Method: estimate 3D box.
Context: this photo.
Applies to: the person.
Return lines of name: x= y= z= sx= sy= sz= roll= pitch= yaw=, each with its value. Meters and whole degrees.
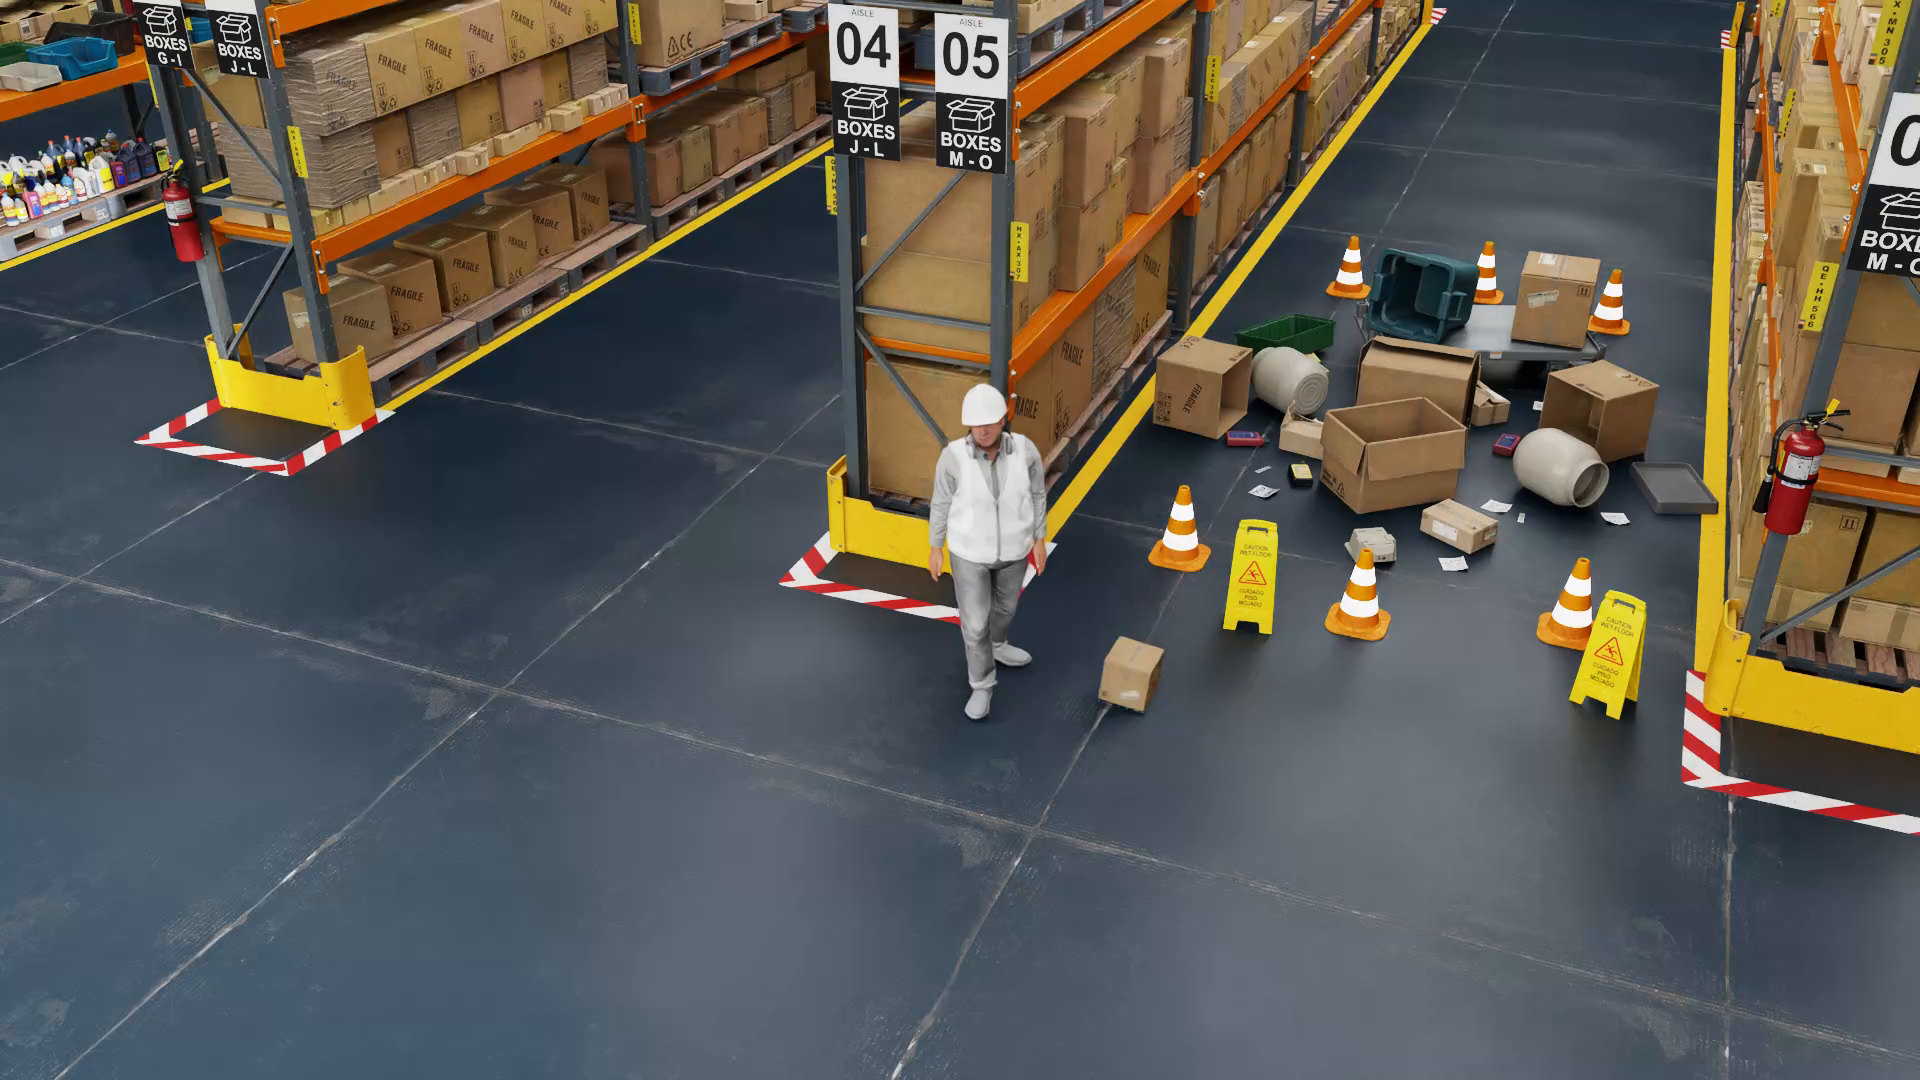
person: x=0.132 y=0.008 z=8.364 sx=0.592 sy=1.764 sz=0.608 roll=-7 pitch=30 yaw=-12
